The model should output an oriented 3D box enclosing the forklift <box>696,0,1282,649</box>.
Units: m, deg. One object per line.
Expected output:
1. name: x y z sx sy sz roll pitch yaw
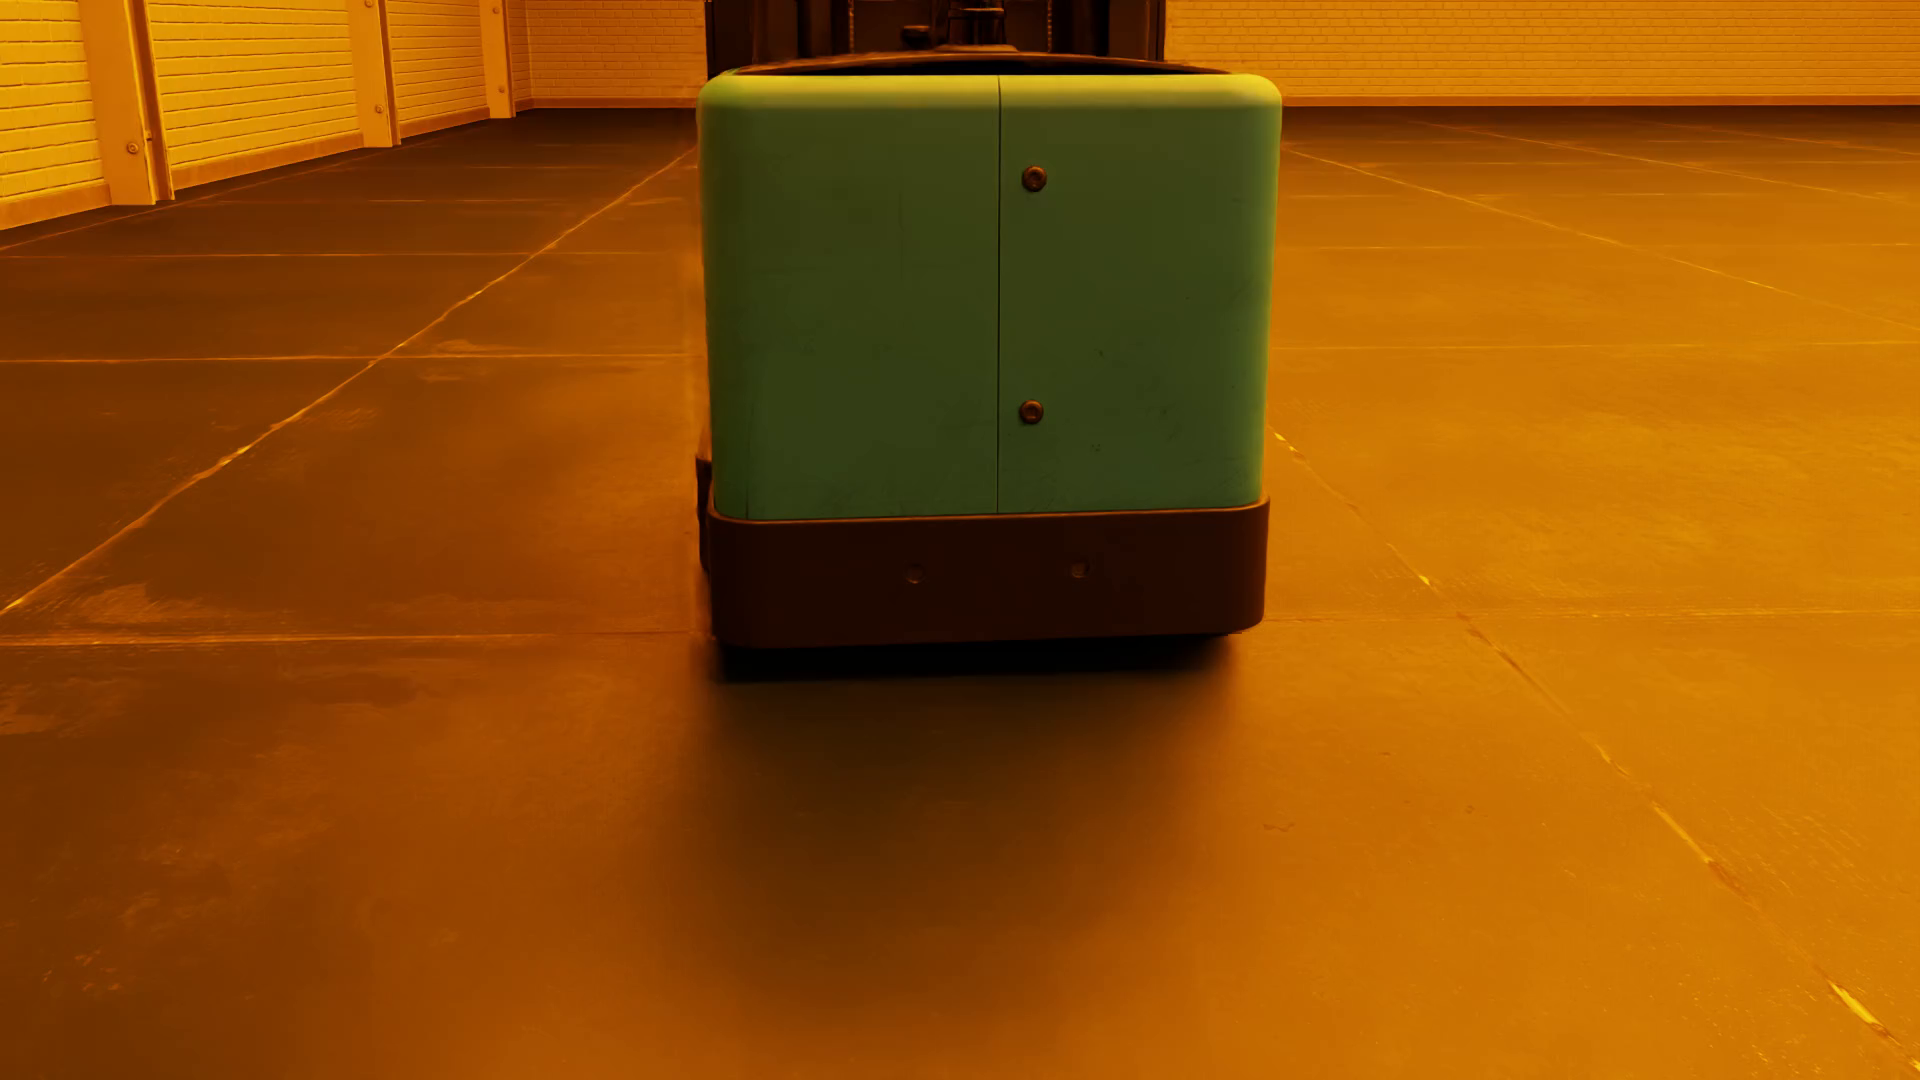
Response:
1. forklift: -0.082 -1.587 4.096 1.130 2.935 3.031 -2 17 -5
